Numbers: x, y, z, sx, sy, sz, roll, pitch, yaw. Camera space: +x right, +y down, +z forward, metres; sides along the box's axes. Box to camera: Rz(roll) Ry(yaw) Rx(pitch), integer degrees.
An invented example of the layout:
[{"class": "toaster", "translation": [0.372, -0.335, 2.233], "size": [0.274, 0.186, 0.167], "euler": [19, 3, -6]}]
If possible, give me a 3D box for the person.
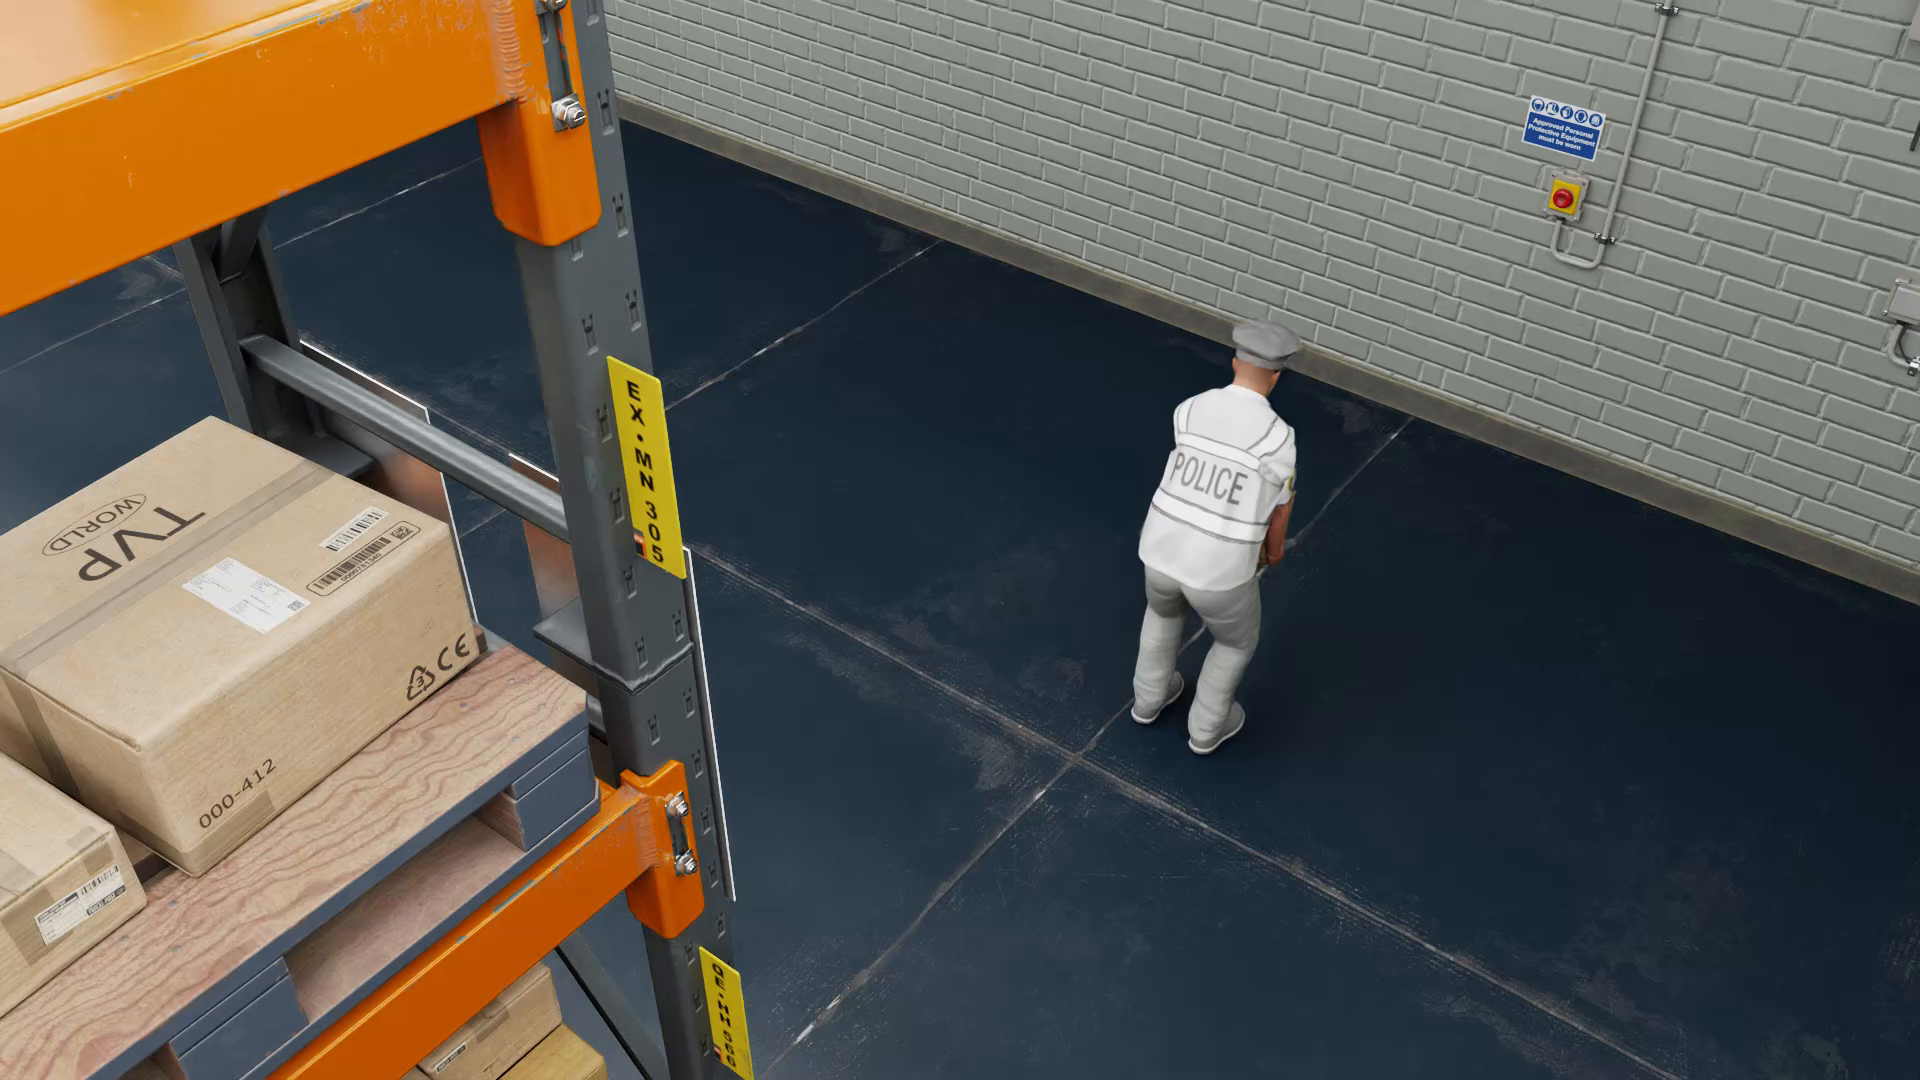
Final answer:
[{"class": "person", "translation": [0.949, 0.023, 6.208], "size": [0.474, 1.650, 0.686], "euler": [25, 45, 28]}]
